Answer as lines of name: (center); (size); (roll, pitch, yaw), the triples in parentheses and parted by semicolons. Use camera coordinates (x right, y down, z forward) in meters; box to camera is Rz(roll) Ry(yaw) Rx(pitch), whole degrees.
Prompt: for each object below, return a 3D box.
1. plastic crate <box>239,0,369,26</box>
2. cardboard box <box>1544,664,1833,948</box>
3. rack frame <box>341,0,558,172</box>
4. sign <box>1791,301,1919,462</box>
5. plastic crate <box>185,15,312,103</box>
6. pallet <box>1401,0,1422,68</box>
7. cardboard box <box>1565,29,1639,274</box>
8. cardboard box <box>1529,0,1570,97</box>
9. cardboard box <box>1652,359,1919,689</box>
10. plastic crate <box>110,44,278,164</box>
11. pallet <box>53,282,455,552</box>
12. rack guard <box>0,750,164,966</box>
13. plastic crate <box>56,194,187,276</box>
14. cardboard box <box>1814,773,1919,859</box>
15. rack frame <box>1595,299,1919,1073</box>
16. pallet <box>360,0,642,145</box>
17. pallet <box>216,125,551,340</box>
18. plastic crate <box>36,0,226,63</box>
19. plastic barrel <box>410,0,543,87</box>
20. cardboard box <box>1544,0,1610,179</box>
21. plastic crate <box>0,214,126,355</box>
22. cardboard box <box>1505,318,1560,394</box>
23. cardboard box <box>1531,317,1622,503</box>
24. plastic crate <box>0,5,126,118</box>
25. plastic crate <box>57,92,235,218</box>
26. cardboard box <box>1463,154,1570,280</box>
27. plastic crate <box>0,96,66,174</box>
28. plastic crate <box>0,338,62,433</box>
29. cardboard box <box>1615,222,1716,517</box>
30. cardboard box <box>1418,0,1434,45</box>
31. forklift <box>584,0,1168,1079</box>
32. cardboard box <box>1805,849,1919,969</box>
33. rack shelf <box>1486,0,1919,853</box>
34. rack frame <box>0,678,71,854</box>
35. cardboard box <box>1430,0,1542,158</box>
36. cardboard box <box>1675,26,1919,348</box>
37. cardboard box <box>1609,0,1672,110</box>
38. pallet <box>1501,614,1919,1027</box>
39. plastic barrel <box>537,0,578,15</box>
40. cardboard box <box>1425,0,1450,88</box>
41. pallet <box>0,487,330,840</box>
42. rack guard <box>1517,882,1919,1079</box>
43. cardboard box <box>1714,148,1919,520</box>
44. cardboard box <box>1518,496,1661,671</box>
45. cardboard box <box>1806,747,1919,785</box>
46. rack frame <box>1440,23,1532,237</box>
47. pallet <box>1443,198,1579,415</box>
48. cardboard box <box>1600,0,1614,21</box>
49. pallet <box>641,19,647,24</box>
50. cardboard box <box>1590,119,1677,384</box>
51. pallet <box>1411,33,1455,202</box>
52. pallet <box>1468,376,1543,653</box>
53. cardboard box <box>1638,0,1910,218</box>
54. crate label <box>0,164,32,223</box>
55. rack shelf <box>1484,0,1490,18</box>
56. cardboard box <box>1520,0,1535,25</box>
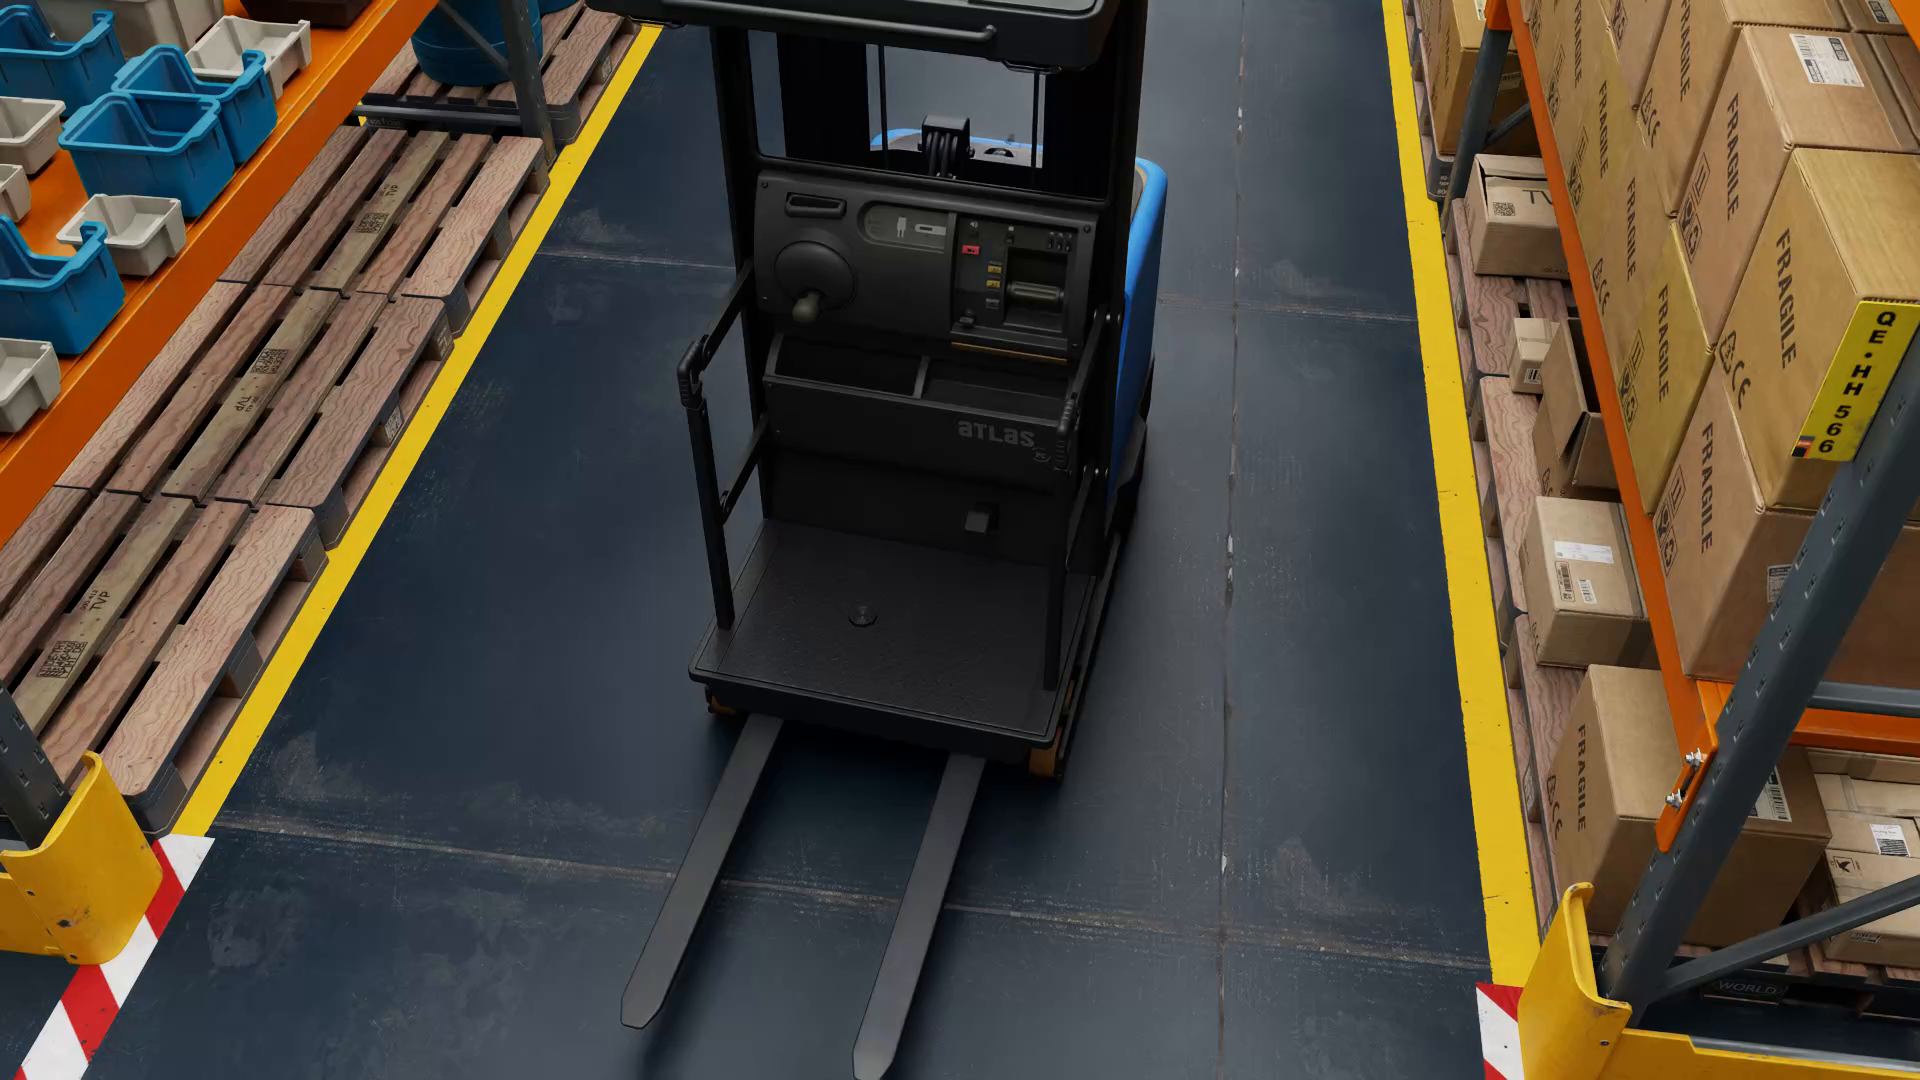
plastic crate: (-2.224, -1.973, 5.809); (0.437, 0.125, 0.590); (5, 44, 6)
cardboard box: (1.866, 0.695, 4.332); (0.500, 0.500, 0.500); (5, 44, 6)
rack frame: (-2.342, -2.839, 6.566); (1.000, 3.000, 0.127); (5, 44, 6)
sign: (1.491, -0.259, 2.770); (0.100, 0.325, 0.005); (5, 44, 6)
plastic crate: (-2.274, -1.551, 5.354); (0.293, 0.136, 0.466); (5, 44, 6)
pallet: (2.796, -2.765, 8.517); (1.003, 0.211, 1.213); (5, 44, 6)
cardboard box: (2.031, -1.063, 4.618); (0.500, 0.500, 0.500); (5, 44, 5)
cardboard box: (2.165, -1.750, 5.344); (0.500, 0.500, 0.500); (6, 44, 6)
cardboard box: (1.828, -0.026, 3.523); (0.500, 0.500, 0.500); (6, 44, 7)
plastic crate: (-2.298, -1.314, 5.034); (0.416, 0.233, 0.300); (5, 44, 6)
pallet: (-2.560, -0.488, 6.112); (1.003, 0.211, 1.213); (5, 44, 6)
rack guard: (-2.861, 0.813, 4.528); (1.175, 0.500, 0.348); (5, 44, 6)
plastic crate: (-2.298, -0.850, 4.615); (0.250, 0.136, 0.298); (5, 44, 6)
cardboard box: (2.468, 0.785, 4.480); (0.380, 0.166, 0.250); (5, 44, 6)
rack frame: (2.039, 0.340, 3.209); (1.000, 3.000, 0.127); (5, 44, 6)
pallet: (-2.199, -2.348, 8.077); (1.003, 0.211, 1.213); (5, 44, 6)
pallet: (-2.401, -1.322, 6.992); (1.003, 0.211, 1.213); (5, 44, 6)
plastic crate: (-2.727, -1.794, 5.505); (0.437, 0.282, 0.530); (5, 44, 6)
plastic barrel: (-2.253, -2.599, 7.533); (0.600, 0.901, 0.708); (5, 44, 6)
cardboard box: (2.097, -1.410, 4.984); (0.500, 0.500, 0.500); (5, 44, 5)
plastic crate: (-2.425, -0.661, 4.344); (0.416, 0.233, 0.300); (5, 44, 6)
cardboard box: (2.193, -0.660, 6.006); (0.380, 0.166, 0.250); (5, 44, 6)
cardboard box: (2.324, -0.358, 5.443); (0.797, 0.503, 0.637); (5, 44, 6)
plastic crate: (-2.854, -1.497, 5.227); (0.416, 0.233, 0.300); (5, 44, 6)
plastic crate: (-2.338, -1.109, 4.818); (0.416, 0.233, 0.300); (5, 44, 6)
cardboard box: (2.297, -1.303, 6.580); (0.500, 0.311, 0.500); (5, 44, 6)
plastic crate: (-2.857, -1.203, 4.987); (0.298, 0.136, 0.250); (5, 44, 6)
plastic crate: (-2.387, -0.388, 4.126); (0.250, 0.136, 0.298); (5, 44, 6)
cardboard box: (1.893, -0.380, 3.897); (0.500, 0.500, 0.500); (6, 44, 6)
cardboard box: (2.489, -2.678, 7.895); (0.500, 0.500, 0.500); (6, 44, 6)
forklift: (-0.153, -0.648, 4.302); (1.130, 2.935, 3.031); (10, 44, 10)
cardboard box: (2.435, 0.961, 4.306); (0.380, 0.149, 0.250); (5, 44, 6)
rack shelf: (2.303, -0.762, 4.896); (1.077, 0.370, 4.000); (5, 44, 6)
rack frame: (-2.871, -0.113, 3.687); (1.000, 3.000, 0.127); (5, 44, 6)
cardboard box: (2.348, -2.000, 7.179); (0.500, 0.500, 0.500); (5, 44, 5)
cardboard box: (1.891, -0.732, 3.541); (0.500, 0.500, 0.500); (6, 44, 7)
cardboard box: (2.023, -1.436, 4.285); (0.500, 0.500, 0.500); (6, 44, 7)
pallet: (2.153, 0.758, 4.797); (1.003, 0.211, 1.213); (5, 44, 6)
plastic barrel: (-2.160, -3.081, 8.043); (0.600, 0.901, 0.708); (5, 44, 6)
cardboard box: (2.422, -2.337, 7.534); (0.500, 0.500, 0.500); (5, 44, 6)
pallet: (-2.723, 0.341, 5.236); (1.003, 0.211, 1.213); (5, 44, 6)
rack guard: (2.049, 1.196, 4.123); (1.175, 0.500, 0.348); (5, 44, 6)
cardboard box: (1.825, -0.388, 3.178); (0.500, 0.500, 0.500); (5, 44, 5)
cardboard box: (2.022, 0.141, 5.099); (0.500, 0.250, 0.500); (5, 44, 6)
cardboard box: (2.458, 0.493, 4.727); (0.500, 0.250, 0.500); (5, 44, 6)
rack frame: (2.567, -2.386, 6.088); (1.000, 3.000, 0.127); (5, 44, 6)
pallet: (2.476, -0.905, 6.553); (1.003, 0.211, 1.213); (5, 44, 6)
cardboard box: (2.090, -1.788, 4.657); (0.500, 0.500, 0.500); (4, 44, 4)
pallet: (-2.040, -3.182, 8.957); (1.003, 0.211, 1.213); (5, 44, 6)
cardboard box: (1.964, -0.720, 4.256); (0.500, 0.500, 0.500); (6, 44, 6)
pallet: (2.637, -1.931, 7.636); (1.003, 0.211, 1.213); (5, 44, 6)
pallet: (2.317, -0.072, 5.672); (1.003, 0.211, 1.213); (5, 44, 6)
cardboard box: (1.955, -1.086, 3.915); (0.500, 0.500, 0.500); (6, 44, 7)
crate label: (-2.877, -0.999, 4.772); (0.396, 0.136, 0.243); (5, 44, 6)
rack shelf: (2.832, -3.488, 7.775); (1.077, 0.370, 4.000); (5, 44, 6)
cardboard box: (2.230, -2.100, 5.713); (0.500, 0.500, 0.500); (6, 44, 7)
